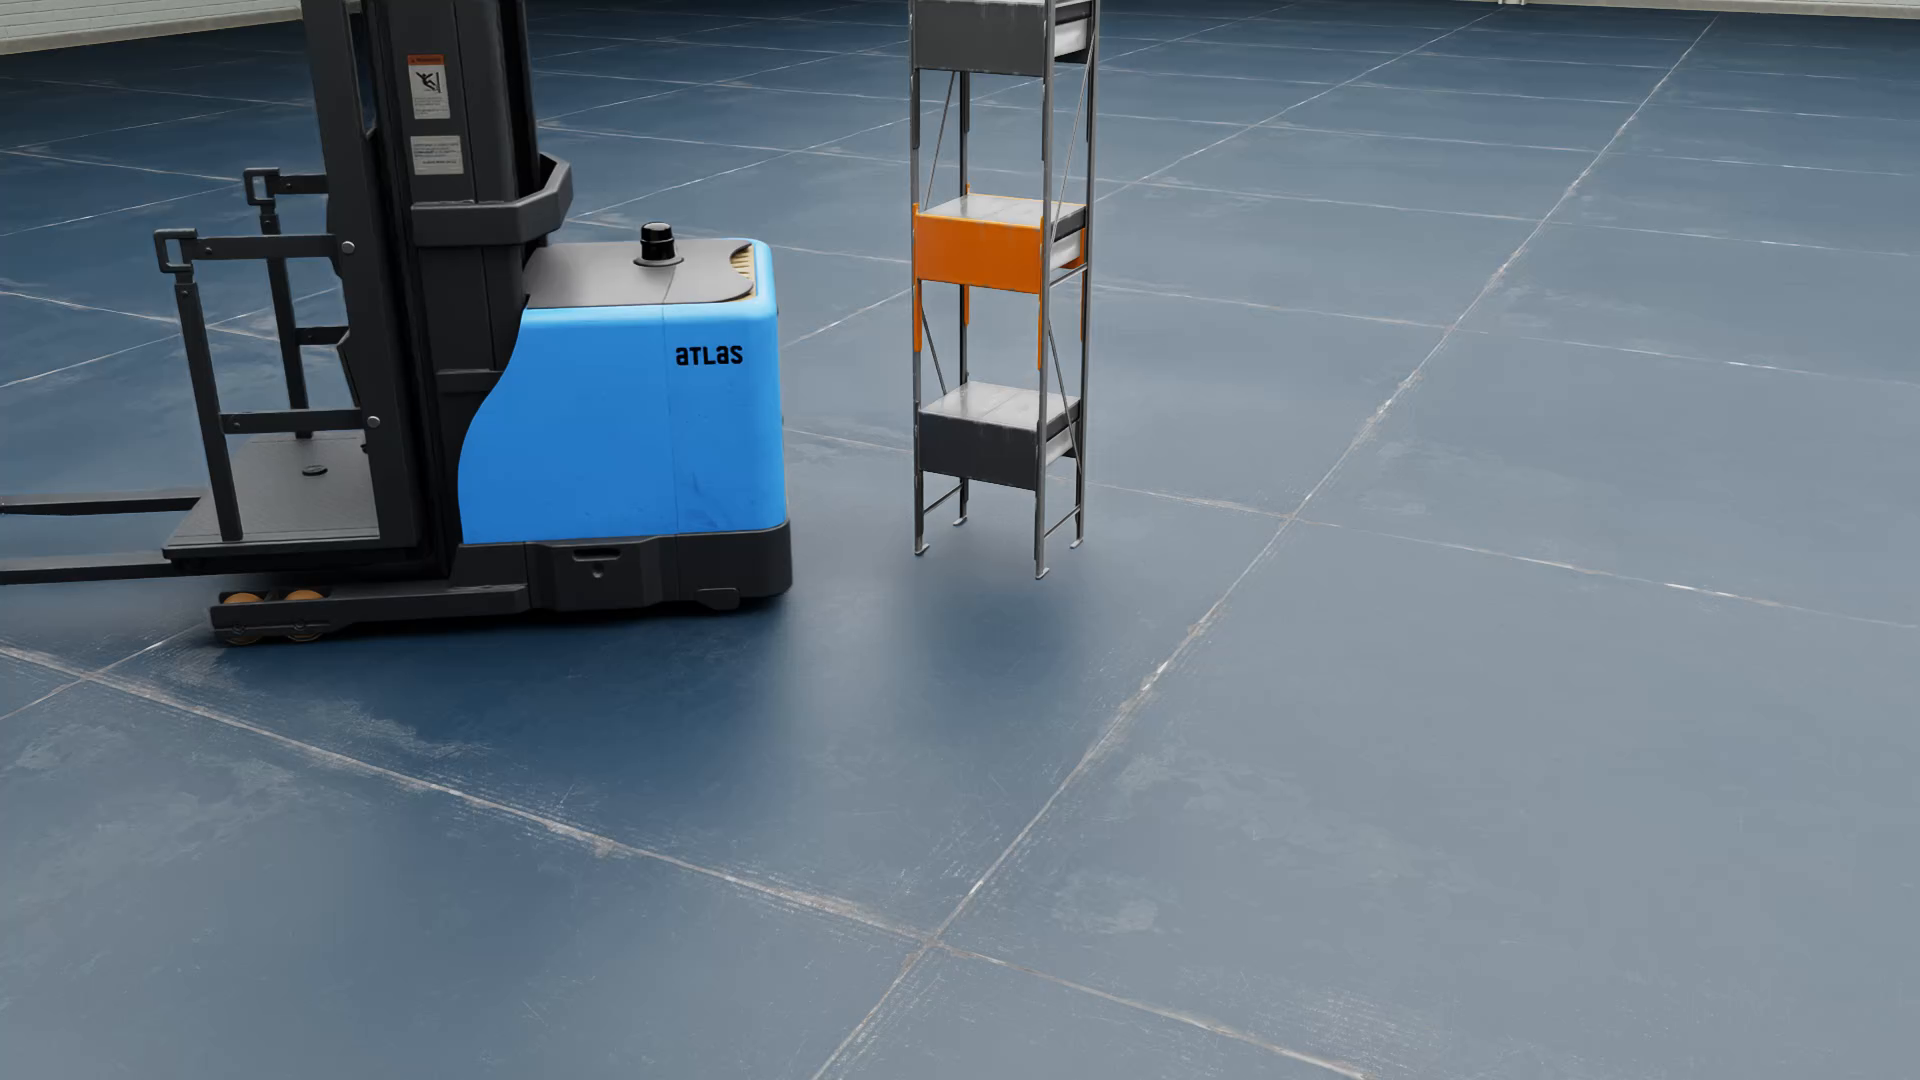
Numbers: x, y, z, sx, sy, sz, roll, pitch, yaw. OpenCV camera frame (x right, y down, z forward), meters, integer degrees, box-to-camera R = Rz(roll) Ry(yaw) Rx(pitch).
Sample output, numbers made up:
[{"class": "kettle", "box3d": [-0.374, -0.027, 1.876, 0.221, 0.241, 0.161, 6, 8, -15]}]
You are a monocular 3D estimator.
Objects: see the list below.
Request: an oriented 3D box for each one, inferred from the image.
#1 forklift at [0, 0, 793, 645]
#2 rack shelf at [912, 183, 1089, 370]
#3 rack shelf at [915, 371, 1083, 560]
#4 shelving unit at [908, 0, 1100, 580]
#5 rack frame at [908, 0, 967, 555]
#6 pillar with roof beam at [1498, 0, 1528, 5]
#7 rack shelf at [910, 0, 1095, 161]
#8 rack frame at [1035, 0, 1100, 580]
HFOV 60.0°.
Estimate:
[{"class": "forklift", "box3d": [-2.132, -1.225, 5.385, 3.031, 2.935, 1.130, -3, 23, -7]}, {"class": "rack shelf", "box3d": [0.148, -0.924, 5.776, 0.480, 0.518, 0.431, 11, 25, 25]}, {"class": "rack shelf", "box3d": [0.148, -0.280, 6.050, 0.480, 0.518, 0.431, 11, 25, 25]}, {"class": "shelving unit", "box3d": [0.148, -0.937, 5.770, 0.503, 2.100, 0.431, 11, 25, 25]}, {"class": "rack frame", "box3d": [-0.070, -0.980, 5.872, 0.015, 2.100, 0.400, 11, 25, 25]}, {"class": "pillar with roof beam", "box3d": [6.674, -11.001, 20.619, 0.400, 9.000, 9.100, 11, 25, 25]}, {"class": "rack shelf", "box3d": [0.148, -1.569, 5.502, 0.480, 0.518, 0.431, 11, 25, 25]}, {"class": "rack frame", "box3d": [0.365, -0.894, 5.669, 0.015, 2.100, 0.400, 11, 25, 25]}]
